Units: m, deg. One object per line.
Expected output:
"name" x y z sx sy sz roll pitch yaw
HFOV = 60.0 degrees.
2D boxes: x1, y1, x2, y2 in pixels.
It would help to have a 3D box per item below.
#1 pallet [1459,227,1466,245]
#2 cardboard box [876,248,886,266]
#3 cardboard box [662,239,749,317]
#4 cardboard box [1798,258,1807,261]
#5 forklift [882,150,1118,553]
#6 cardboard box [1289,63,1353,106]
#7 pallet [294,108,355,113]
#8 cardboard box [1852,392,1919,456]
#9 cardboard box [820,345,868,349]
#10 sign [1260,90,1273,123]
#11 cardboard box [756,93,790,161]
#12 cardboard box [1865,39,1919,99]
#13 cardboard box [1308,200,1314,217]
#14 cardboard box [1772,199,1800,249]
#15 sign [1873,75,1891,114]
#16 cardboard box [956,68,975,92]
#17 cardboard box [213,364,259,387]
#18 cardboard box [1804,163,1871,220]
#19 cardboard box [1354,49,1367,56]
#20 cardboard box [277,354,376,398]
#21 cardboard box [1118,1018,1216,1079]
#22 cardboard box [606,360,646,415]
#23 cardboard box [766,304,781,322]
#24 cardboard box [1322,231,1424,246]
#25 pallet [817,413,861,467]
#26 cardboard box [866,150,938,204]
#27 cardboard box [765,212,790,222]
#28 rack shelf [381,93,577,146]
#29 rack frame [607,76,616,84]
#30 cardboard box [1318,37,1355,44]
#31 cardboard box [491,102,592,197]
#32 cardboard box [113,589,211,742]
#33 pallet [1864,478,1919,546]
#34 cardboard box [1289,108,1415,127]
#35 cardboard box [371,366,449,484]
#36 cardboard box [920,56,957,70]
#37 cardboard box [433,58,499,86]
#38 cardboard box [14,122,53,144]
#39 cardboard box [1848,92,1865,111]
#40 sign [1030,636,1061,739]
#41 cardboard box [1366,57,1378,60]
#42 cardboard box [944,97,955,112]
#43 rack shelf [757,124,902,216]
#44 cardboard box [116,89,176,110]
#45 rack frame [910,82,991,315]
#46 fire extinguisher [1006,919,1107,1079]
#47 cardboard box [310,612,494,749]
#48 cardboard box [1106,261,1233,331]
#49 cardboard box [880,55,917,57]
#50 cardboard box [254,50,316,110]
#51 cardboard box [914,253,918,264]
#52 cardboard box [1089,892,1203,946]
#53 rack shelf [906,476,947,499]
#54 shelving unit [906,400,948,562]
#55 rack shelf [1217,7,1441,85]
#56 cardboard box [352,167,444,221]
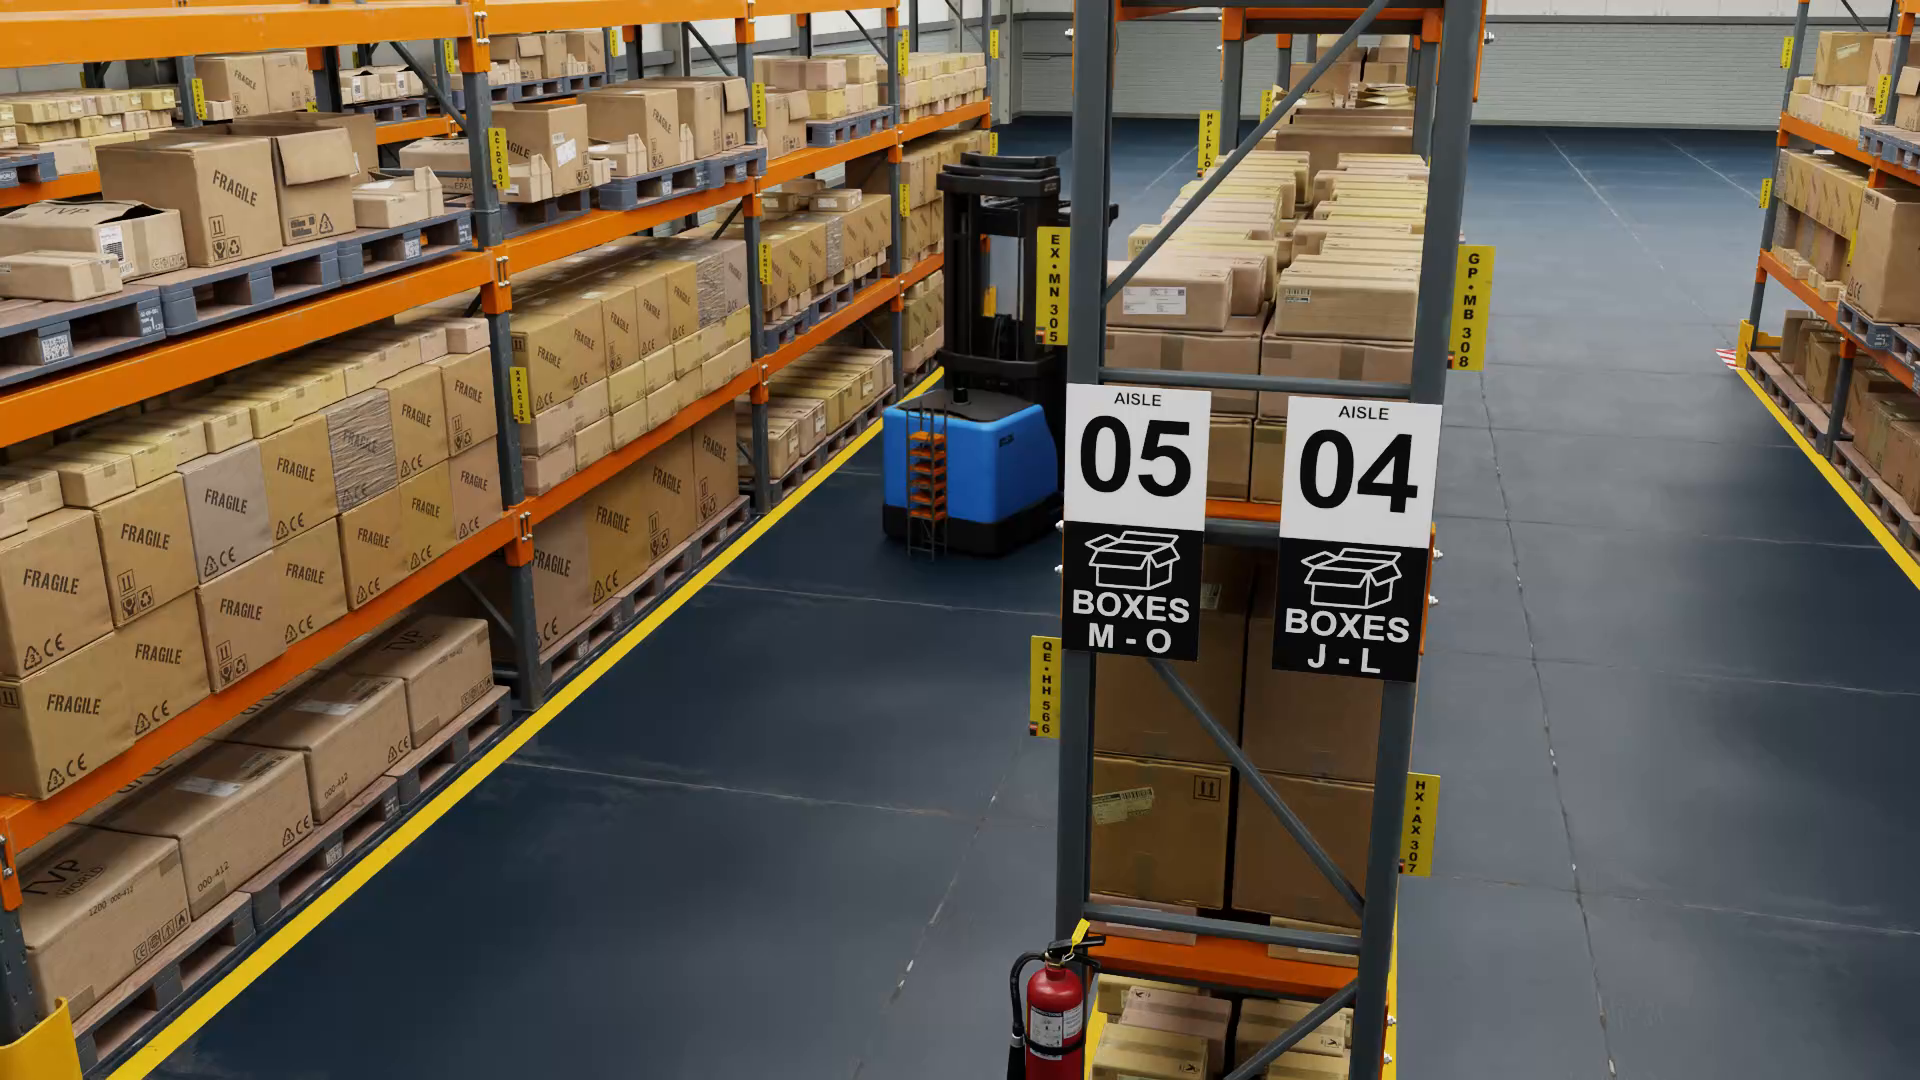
"pallet" 2.025 -1.580 8.822 1.213 0.211 1.003 5 19 13
"cardboard box" -0.958 -2.828 16.564 0.380 0.149 0.250 5 19 14
"cardboard box" -1.950 -2.015 12.744 0.500 0.500 0.500 4 19 12
"cardboard box" 8.888 -2.820 17.192 0.380 0.149 0.250 5 19 13
"forklift" 0.592 -1.708 13.653 1.130 2.935 3.031 11 22 30
"cardboard box" 2.901 -3.598 13.480 0.500 0.500 0.500 5 19 13
"pallet" -6.542 -3.968 15.817 1.003 0.211 1.213 6 20 16
"cardboard box" 8.339 -0.983 14.610 0.700 0.500 0.500 3 19 9
"cardboard box" -1.216 -2.035 18.108 0.500 0.250 0.500 6 20 16
"sign" 2.212 -3.066 11.960 0.100 0.325 0.005 5 19 13
"cardboard box" -1.836 -3.440 13.823 0.700 0.500 0.500 5 19 13
"cardboard box" 8.373 -4.153 14.678 0.500 0.500 0.500 4 19 12
"cardboard box" 1.766 -1.322 7.236 0.500 0.250 0.500 4 19 11
"cardboard box" 9.326 -3.420 17.944 0.875 0.500 0.500 5 19 13
"sign" 7.982 -3.853 14.386 0.100 0.325 0.005 5 19 13
"cardboard box" -0.123 -5.336 19.299 0.500 0.250 0.500 4 19 13
"cardboard box" -3.646 -0.768 8.090 0.380 0.149 0.250 5 19 13
"cardboard box" 8.723 -3.442 16.462 0.500 0.500 0.500 5 19 13
"cardboard box" 4.213 -5.270 18.304 0.500 0.250 0.500 4 19 13
"cardboard box" -3.132 -0.816 8.229 0.380 0.149 0.250 5 19 13
"cardboard box" 0.762 1.934 6.186 0.380 0.149 0.250 4 19 12
"cardboard box" -2.424 -1.026 11.010 0.500 0.250 0.500 5 19 14
"cardboard box" -1.715 -1.930 13.936 0.380 0.149 0.250 3 19 10
"cardboard box" 1.370 -0.902 5.387 0.380 0.149 0.250 5 19 14
"pallet" -1.584 -0.983 15.740 1.003 0.211 1.213 5 19 13
"cardboard box" -0.636 -3.871 17.719 0.700 0.500 0.500 5 19 14
"cardboard box" -1.863 -2.720 15.247 0.500 0.500 0.500 4 19 11
"rack shelf" -5.425 -5.027 19.738 1.077 0.370 4.000 5 19 13
"rack frame" -4.936 -4.575 21.942 1.000 3.000 0.127 5 19 13
"cardboard box" 4.001 -5.271 17.690 0.380 0.149 0.250 4 19 13
"cardboard box" -2.558 -2.342 9.959 0.500 0.500 0.500 4 19 12
"cardboard box" -3.539 0.495 6.944 0.500 0.500 0.500 4 19 13
"pallet" 8.025 -0.201 13.449 1.003 0.211 1.213 5 19 13
"cardboard box" 2.275 -2.205 9.552 0.797 0.503 0.637 4 19 13
"cardboard box" -3.033 -0.616 8.648 0.500 0.500 0.500 4 19 13
"cardboard box" -0.242 -5.422 18.936 0.380 0.149 0.250 5 19 13
"cardboard box" -5.474 -5.186 18.424 0.500 0.311 0.500 5 20 15
"cardboard box" -7.084 -3.074 12.520 0.380 0.149 0.250 5 20 15
"cardboard box" 8.483 -4.061 15.410 0.380 0.149 0.250 4 19 12
"sign" 0.260 0.442 4.972 0.100 0.325 0.005 5 19 13
"cardboard box" 4.238 -4.596 16.330 0.500 0.250 0.500 4 19 13
"cardboard box" -0.270 -4.866 18.542 0.380 0.149 0.250 4 19 13
"rack shelf" -1.588 -3.383 14.923 1.077 0.370 4.000 5 19 13
"cardboard box" -6.688 -3.615 13.644 0.380 0.149 0.250 5 20 15
"rack frame" -0.122 -4.184 20.798 1.000 3.000 0.127 5 19 13
"fire extinguisher" 0.284 1.445 5.012 0.296 0.674 0.183 5 19 13
"cardboard box" -3.312 0.779 9.581 0.875 0.438 0.875 4 19 13
"cardboard box" 0.590 -0.711 4.831 0.380 0.149 0.250 4 19 13
"cardboard box" -0.707 -5.541 19.283 0.380 0.149 0.250 5 19 13
"cardboard box" -6.229 -4.308 15.558 0.500 0.500 0.500 5 20 15
"cardboard box" -0.665 -3.054 17.877 0.380 0.149 0.250 5 19 13
"cardboard box" 0.599 1.184 5.469 0.380 0.149 0.250 5 19 13
"rack shelf" -0.251 -0.402 12.646 0.258 0.103 0.180 11 22 30
"shelving unit" -0.251 -0.444 12.632 0.258 1.200 0.189 11 22 30
"rack shelf" 2.259 -3.000 9.781 1.077 0.370 4.000 5 19 13
"cardboard box" -2.900 -1.800 8.579 0.396 0.266 0.258 5 20 15
